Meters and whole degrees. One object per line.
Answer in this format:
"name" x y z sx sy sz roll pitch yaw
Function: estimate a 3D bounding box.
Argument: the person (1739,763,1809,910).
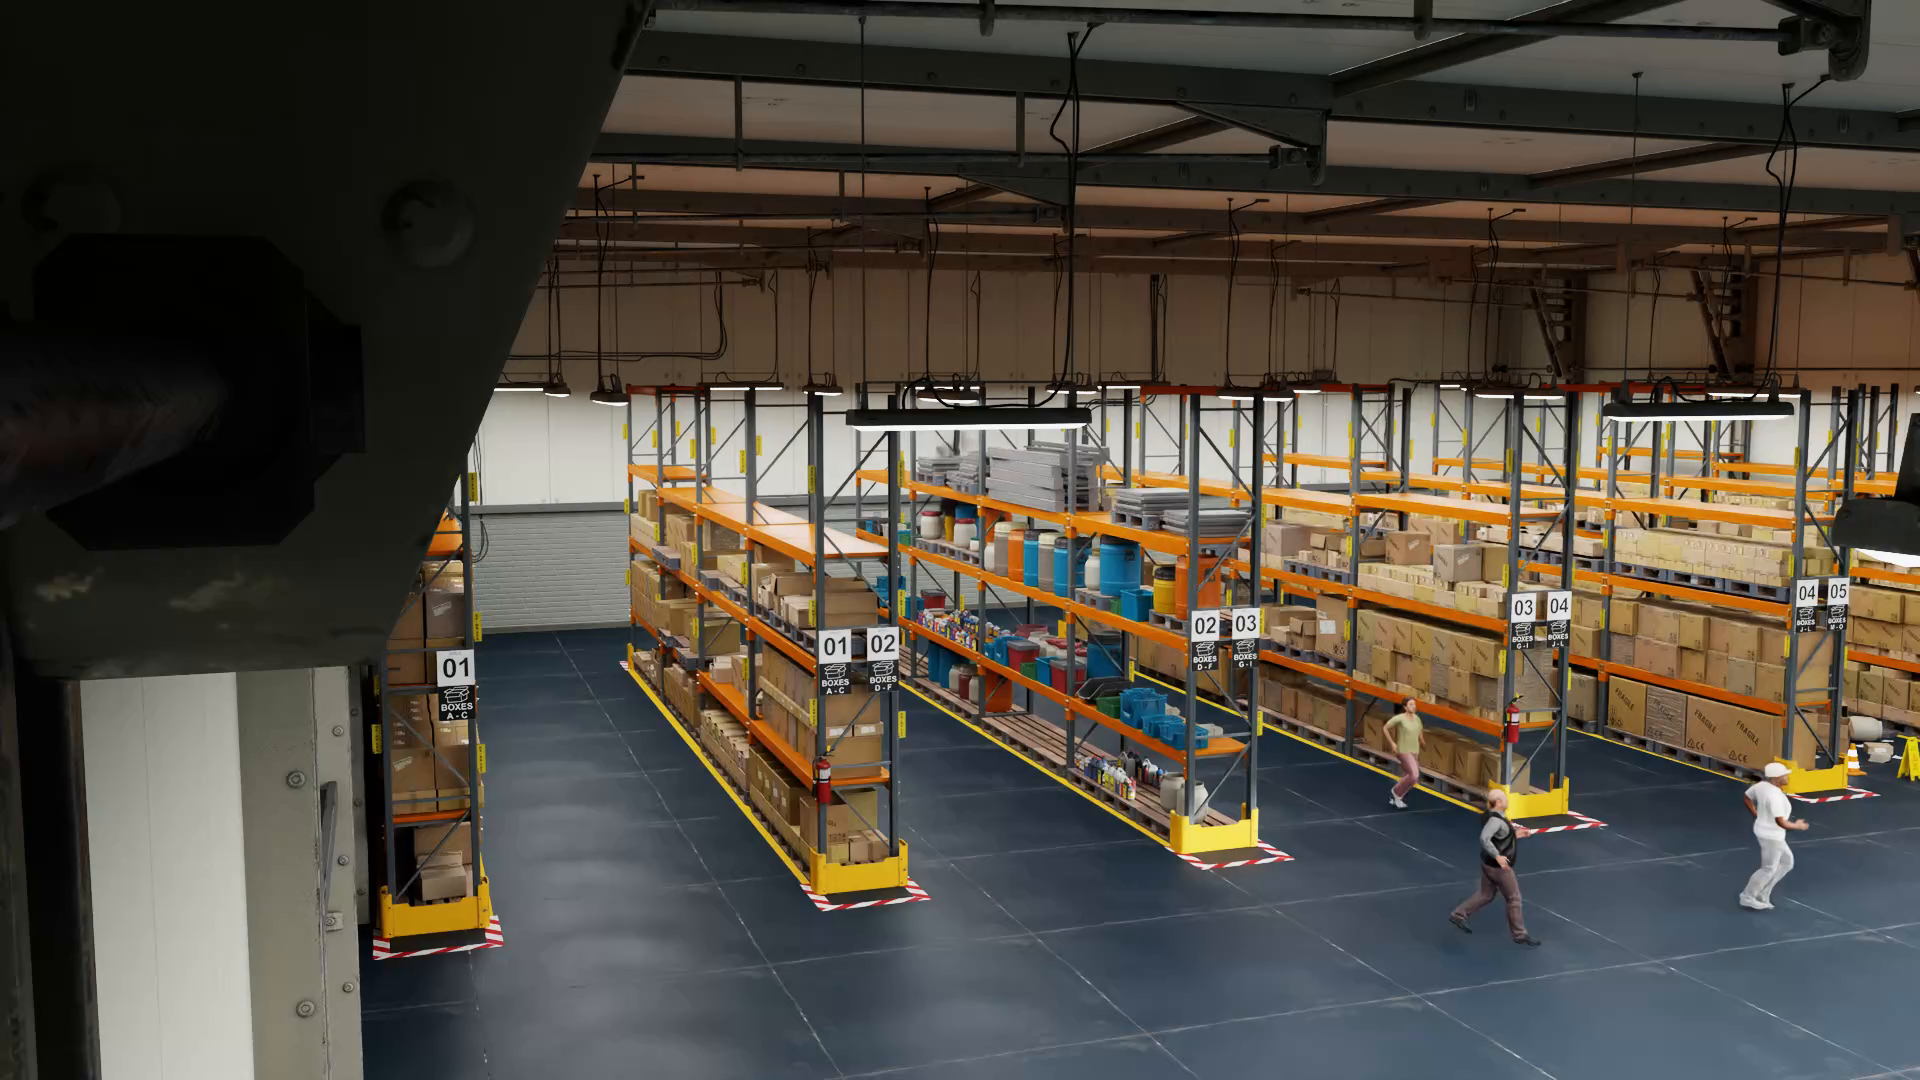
"person" 9.493 3.470 19.404 0.695 1.789 0.724 1 6 14

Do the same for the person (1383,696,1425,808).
"person" 6.418 3.046 23.823 0.549 1.624 0.585 -3 7 -29

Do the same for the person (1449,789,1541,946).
"person" 5.888 3.570 18.227 0.967 1.710 0.653 0 6 4
